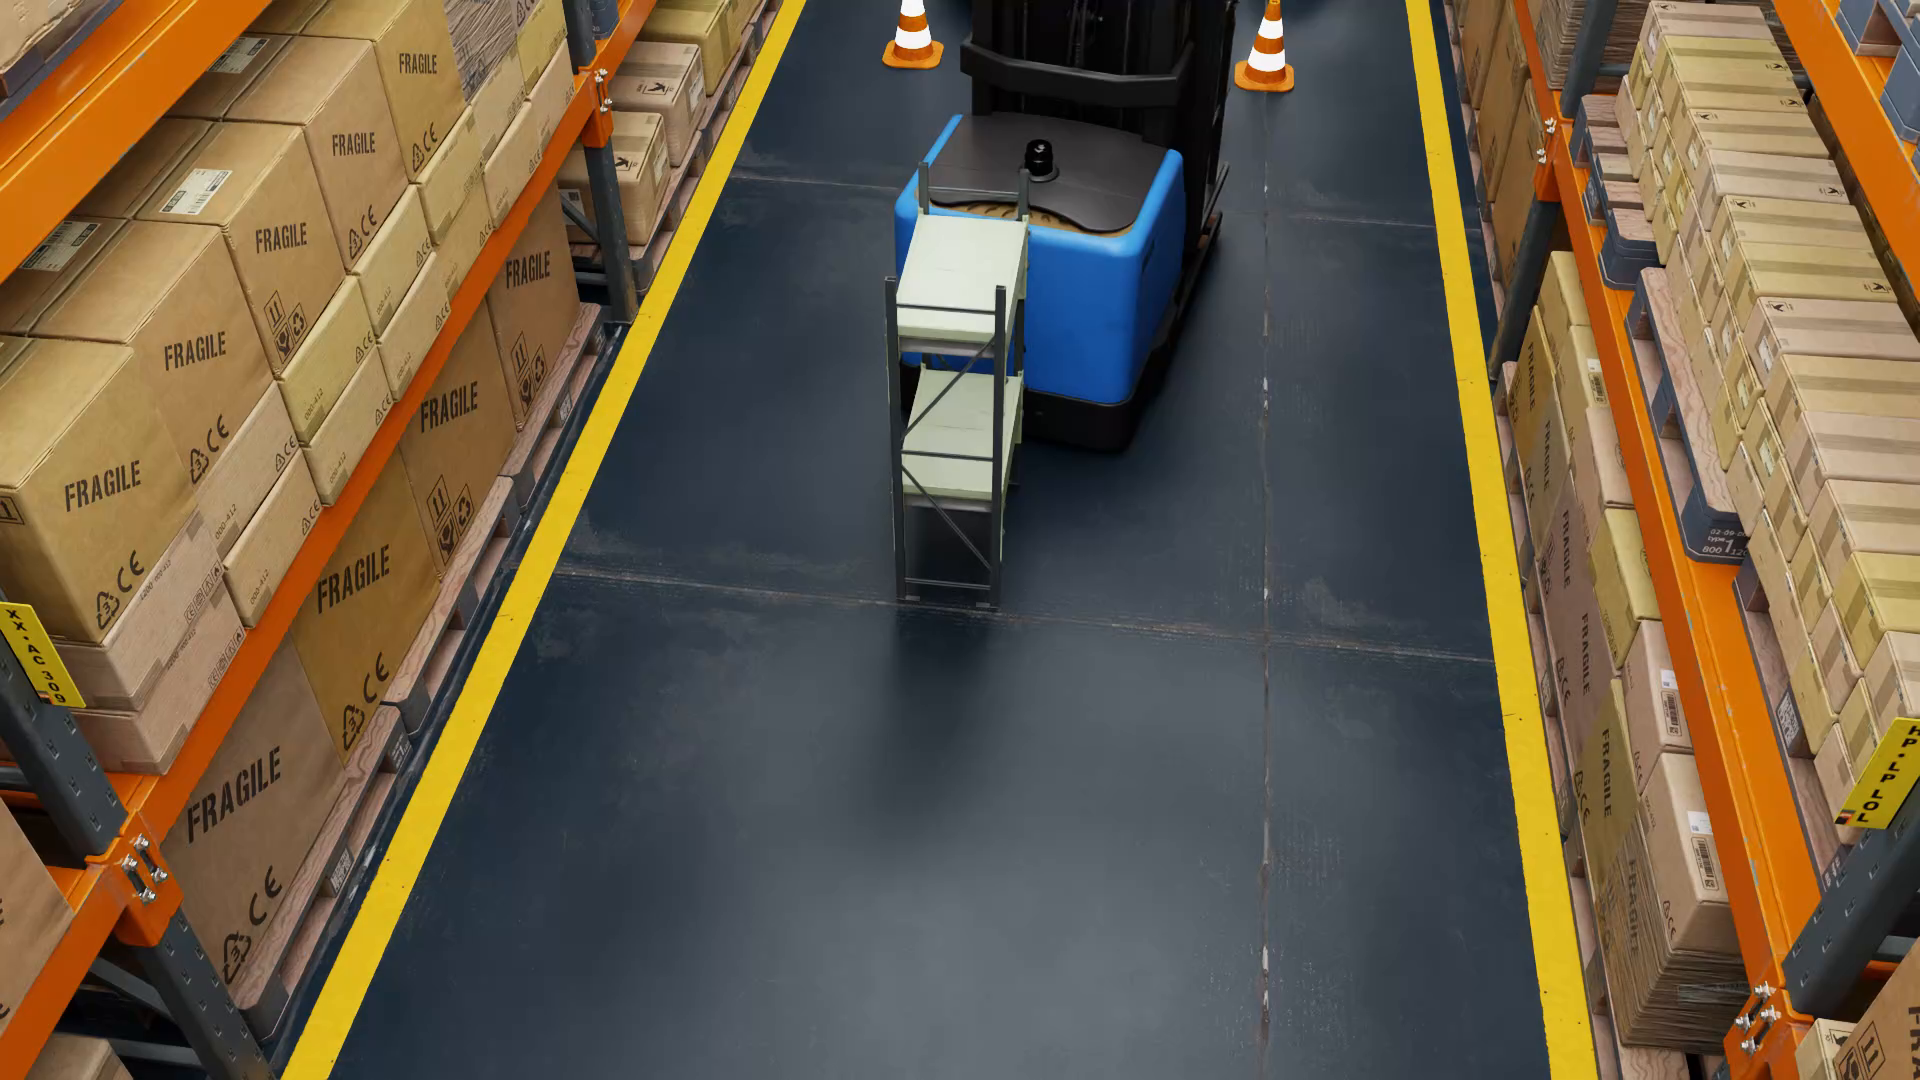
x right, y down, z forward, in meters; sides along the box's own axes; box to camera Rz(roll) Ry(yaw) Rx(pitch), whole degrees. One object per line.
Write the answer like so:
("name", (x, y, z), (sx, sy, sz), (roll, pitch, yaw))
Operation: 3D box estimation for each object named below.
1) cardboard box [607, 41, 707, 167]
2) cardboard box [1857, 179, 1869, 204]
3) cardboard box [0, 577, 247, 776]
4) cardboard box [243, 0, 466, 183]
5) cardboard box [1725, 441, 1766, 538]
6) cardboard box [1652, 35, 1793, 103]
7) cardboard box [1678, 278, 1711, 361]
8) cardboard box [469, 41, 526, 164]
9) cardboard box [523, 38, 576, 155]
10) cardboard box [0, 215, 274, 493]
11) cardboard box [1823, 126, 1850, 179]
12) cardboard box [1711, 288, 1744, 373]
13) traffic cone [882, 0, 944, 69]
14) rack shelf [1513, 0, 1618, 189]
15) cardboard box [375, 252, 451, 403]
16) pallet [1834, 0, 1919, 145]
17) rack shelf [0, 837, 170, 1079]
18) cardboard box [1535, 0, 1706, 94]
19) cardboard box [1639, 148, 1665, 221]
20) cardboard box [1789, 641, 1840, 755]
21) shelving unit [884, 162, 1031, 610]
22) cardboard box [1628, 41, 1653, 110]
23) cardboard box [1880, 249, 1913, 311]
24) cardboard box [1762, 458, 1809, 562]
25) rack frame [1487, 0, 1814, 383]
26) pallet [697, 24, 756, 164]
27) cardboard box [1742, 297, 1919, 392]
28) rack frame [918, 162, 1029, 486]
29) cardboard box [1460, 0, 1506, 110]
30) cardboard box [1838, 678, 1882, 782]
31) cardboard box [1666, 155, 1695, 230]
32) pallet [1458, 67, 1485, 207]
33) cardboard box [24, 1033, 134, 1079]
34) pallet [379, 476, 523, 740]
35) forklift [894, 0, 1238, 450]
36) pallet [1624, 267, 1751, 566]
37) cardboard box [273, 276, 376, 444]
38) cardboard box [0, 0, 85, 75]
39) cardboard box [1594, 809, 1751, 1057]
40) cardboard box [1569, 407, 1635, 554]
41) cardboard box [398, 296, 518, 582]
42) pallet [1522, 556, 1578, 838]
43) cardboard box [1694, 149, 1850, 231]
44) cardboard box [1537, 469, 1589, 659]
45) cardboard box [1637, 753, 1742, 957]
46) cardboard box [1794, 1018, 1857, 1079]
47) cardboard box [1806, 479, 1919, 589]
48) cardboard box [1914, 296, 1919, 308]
("cardboard box", (-1.853, -2.267, 8.568), (0.950, 0.372, 0.625), (4, 44, 5))
("cardboard box", (3.213, -1.229, 5.527), (0.380, 0.149, 0.250), (6, 44, 7))
("cardboard box", (-2.236, 0.324, 4.335), (0.500, 0.250, 0.500), (4, 44, 5))
("cardboard box", (-1.968, -1.515, 5.369), (0.500, 0.500, 0.500), (5, 44, 6))
("cardboard box", (2.353, -0.131, 4.584), (0.380, 0.149, 0.250), (4, 44, 4))
("cardboard box", (2.607, -1.596, 5.698), (0.380, 0.149, 0.250), (4, 44, 4))
("cardboard box", (2.460, -0.670, 5.153), (0.380, 0.149, 0.250), (6, 44, 6))
("cardboard box", (-1.903, -1.605, 6.008), (0.500, 0.250, 0.500), (4, 44, 4))
("cardboard box", (-1.837, -1.758, 6.534), (0.500, 0.250, 0.500), (4, 44, 4))
("cardboard box", (-2.173, -0.477, 4.272), (0.500, 0.500, 0.500), (5, 44, 5))
("cardboard box", (3.249, -1.314, 5.833), (0.380, 0.149, 0.250), (5, 44, 5))
("cardboard box", (2.429, -0.595, 4.858), (0.380, 0.149, 0.250), (7, 44, 7))
("traffic cone", (-0.275, -3.013, 9.596), (0.336, 0.463, 0.334), (5, 44, 6))
("rack shelf", (3.157, -2.901, 8.156), (1.077, 0.370, 4.000), (5, 44, 6))
("cardboard box", (-2.010, -0.716, 5.434), (0.500, 0.250, 0.500), (5, 44, 5))
("pallet", (2.685, -1.212, 3.804), (1.213, 0.211, 1.003), (5, 44, 6))
("rack shelf", (-2.820, 2.170, 2.800), (1.077, 0.370, 4.000), (5, 44, 6))
("cardboard box", (2.686, -2.167, 6.784), (0.500, 0.500, 0.500), (5, 44, 6))
("cardboard box", (2.563, -1.207, 5.721), (0.380, 0.149, 0.250), (7, 44, 8))
("cardboard box", (2.254, 0.400, 4.024), (0.380, 0.149, 0.250), (5, 44, 6))
("shelving unit", (0.001, -0.549, 6.239), (0.431, 1.500, 0.755), (5, 44, 6))
("cardboard box", (2.630, -1.658, 5.980), (0.380, 0.149, 0.250), (7, 44, 7))
("cardboard box", (3.144, -0.785, 5.275), (0.380, 0.149, 0.250), (3, 44, 4))
("cardboard box", (2.322, -0.067, 4.300), (0.380, 0.149, 0.250), (4, 44, 4))
("rack frame", (2.893, -1.799, 6.469), (1.000, 3.000, 0.127), (5, 44, 6))
("pallet", (-1.759, -2.529, 9.268), (1.003, 0.211, 1.213), (5, 44, 6))
("cardboard box", (2.397, -0.530, 4.573), (0.380, 0.149, 0.250), (3, 44, 4))
("rack frame", (0.049, -0.799, 6.503), (0.400, 1.500, 0.023), (5, 44, 6))
("cardboard box", (3.297, -2.773, 8.827), (1.050, 0.750, 0.750), (5, 44, 6))
("cardboard box", (2.221, 0.468, 3.735), (0.380, 0.149, 0.250), (6, 44, 7))
("cardboard box", (2.531, -1.118, 5.410), (0.380, 0.149, 0.250), (5, 44, 6))
("pallet", (3.235, -2.146, 8.863), (1.003, 0.211, 1.213), (5, 44, 6))
("cardboard box", (-2.745, 1.742, 4.287), (0.875, 0.438, 0.875), (5, 44, 5))
("pallet", (-2.370, 0.192, 6.394), (1.003, 0.211, 1.213), (5, 44, 6))
("forklift", (0.667, -2.474, 7.232), (1.130, 2.935, 3.031), (13, 45, 13))
("pallet", (2.672, -0.377, 5.106), (1.003, 0.211, 1.213), (5, 44, 6))
("cardboard box", (-2.084, -0.555, 4.900), (0.500, 0.250, 0.500), (6, 44, 6))
("cardboard box", (-2.152, -1.307, 3.389), (0.500, 0.500, 0.500), (5, 44, 5))
("cardboard box", (2.212, 1.155, 4.862), (0.500, 0.500, 0.500), (4, 44, 5))
("cardboard box", (2.417, -0.187, 5.733), (0.500, 0.250, 0.500), (6, 44, 6))
("cardboard box", (-2.323, -0.491, 6.327), (0.875, 0.875, 0.875), (6, 44, 6))
("pallet", (2.624, 0.575, 5.989), (1.003, 0.211, 1.213), (5, 44, 6))
("cardboard box", (2.500, -1.064, 5.137), (0.380, 0.149, 0.250), (7, 44, 7))
("cardboard box", (2.420, 0.108, 5.967), (0.500, 0.500, 0.500), (4, 44, 4))
("cardboard box", (2.212, 0.879, 4.607), (0.500, 0.250, 0.500), (4, 44, 4))
("cardboard box", (2.002, 1.181, 3.504), (0.380, 0.149, 0.250), (7, 44, 7))
("cardboard box", (2.294, -0.001, 4.014), (0.380, 0.149, 0.250), (4, 44, 4))
("cardboard box", (3.110, -0.711, 4.980), (0.380, 0.149, 0.250), (6, 44, 7))
